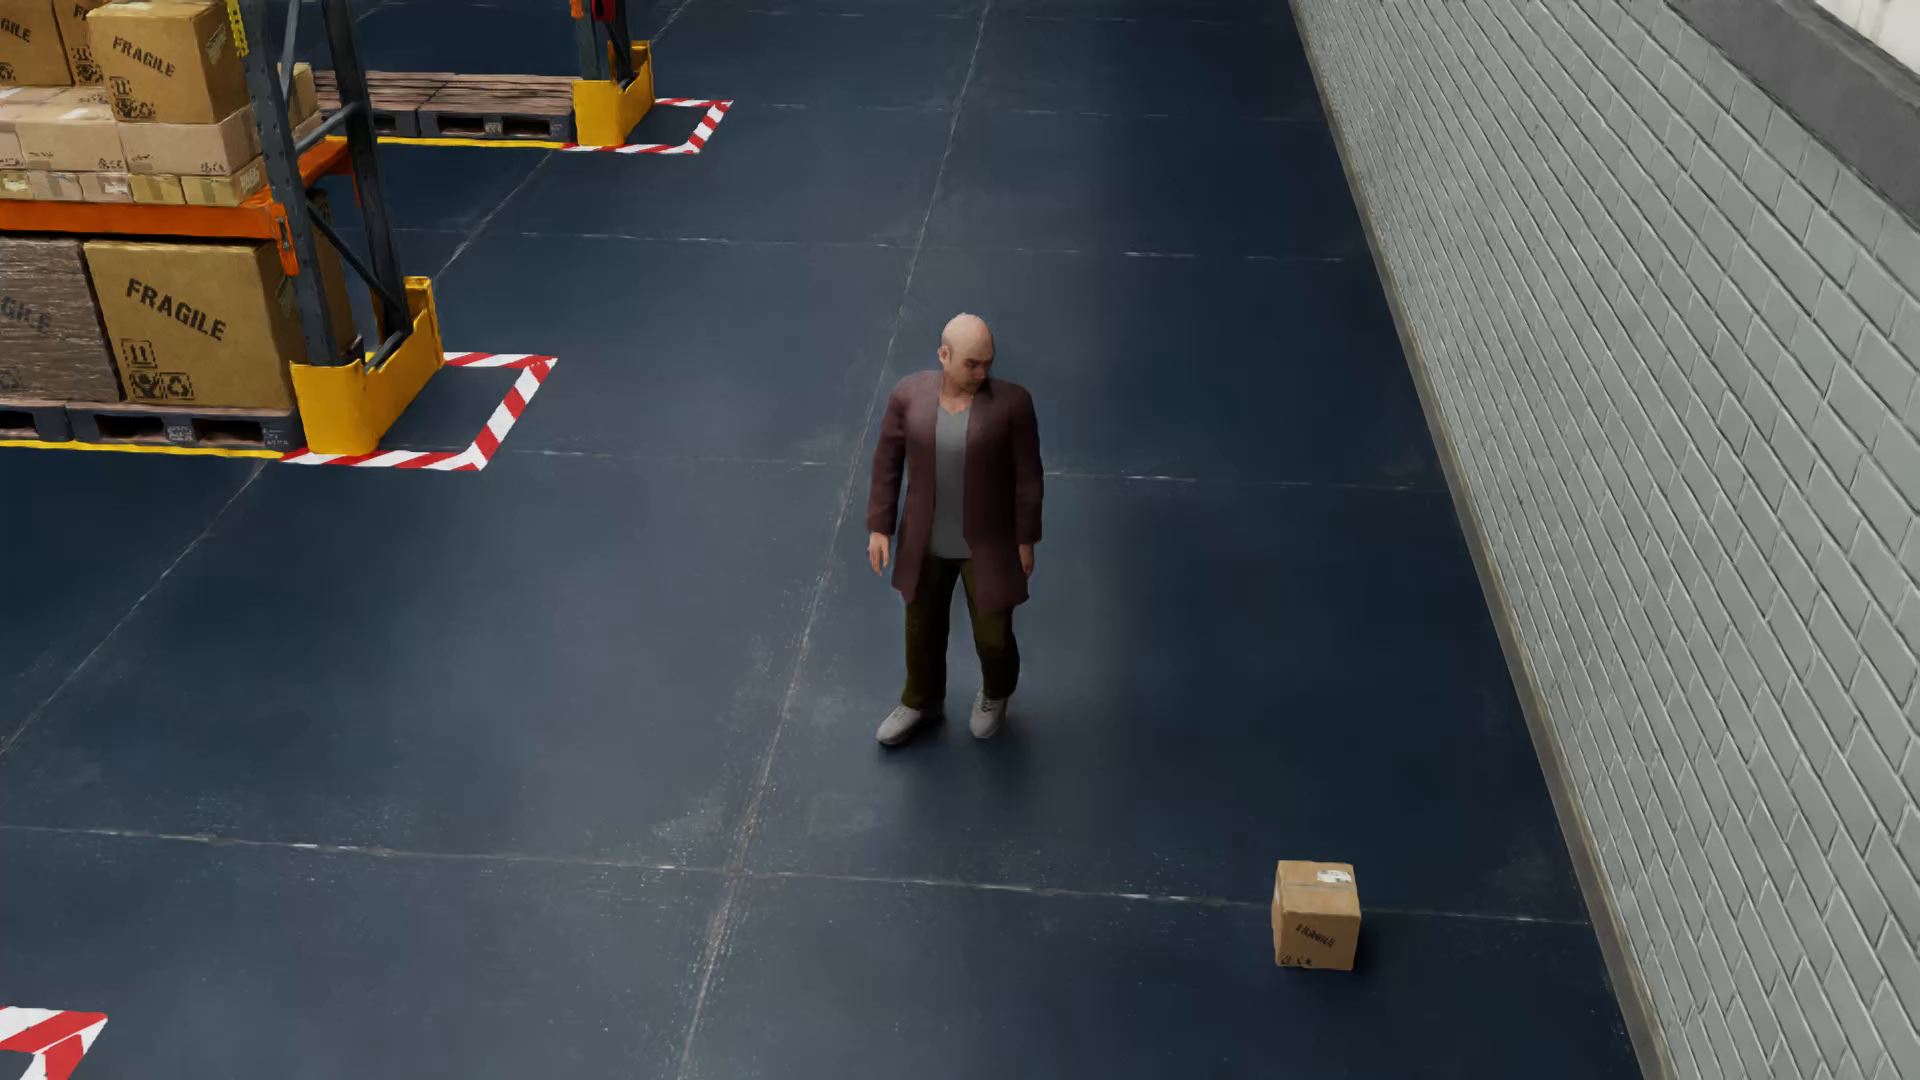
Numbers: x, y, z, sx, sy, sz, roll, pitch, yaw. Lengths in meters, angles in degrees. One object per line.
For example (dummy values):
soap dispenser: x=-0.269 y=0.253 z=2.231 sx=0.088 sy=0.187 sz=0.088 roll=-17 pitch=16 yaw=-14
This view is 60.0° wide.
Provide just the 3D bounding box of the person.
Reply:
person: x=-0.016 y=-0.023 z=6.156 sx=0.650 sy=1.778 sz=0.506 roll=9 pitch=33 yaw=15
